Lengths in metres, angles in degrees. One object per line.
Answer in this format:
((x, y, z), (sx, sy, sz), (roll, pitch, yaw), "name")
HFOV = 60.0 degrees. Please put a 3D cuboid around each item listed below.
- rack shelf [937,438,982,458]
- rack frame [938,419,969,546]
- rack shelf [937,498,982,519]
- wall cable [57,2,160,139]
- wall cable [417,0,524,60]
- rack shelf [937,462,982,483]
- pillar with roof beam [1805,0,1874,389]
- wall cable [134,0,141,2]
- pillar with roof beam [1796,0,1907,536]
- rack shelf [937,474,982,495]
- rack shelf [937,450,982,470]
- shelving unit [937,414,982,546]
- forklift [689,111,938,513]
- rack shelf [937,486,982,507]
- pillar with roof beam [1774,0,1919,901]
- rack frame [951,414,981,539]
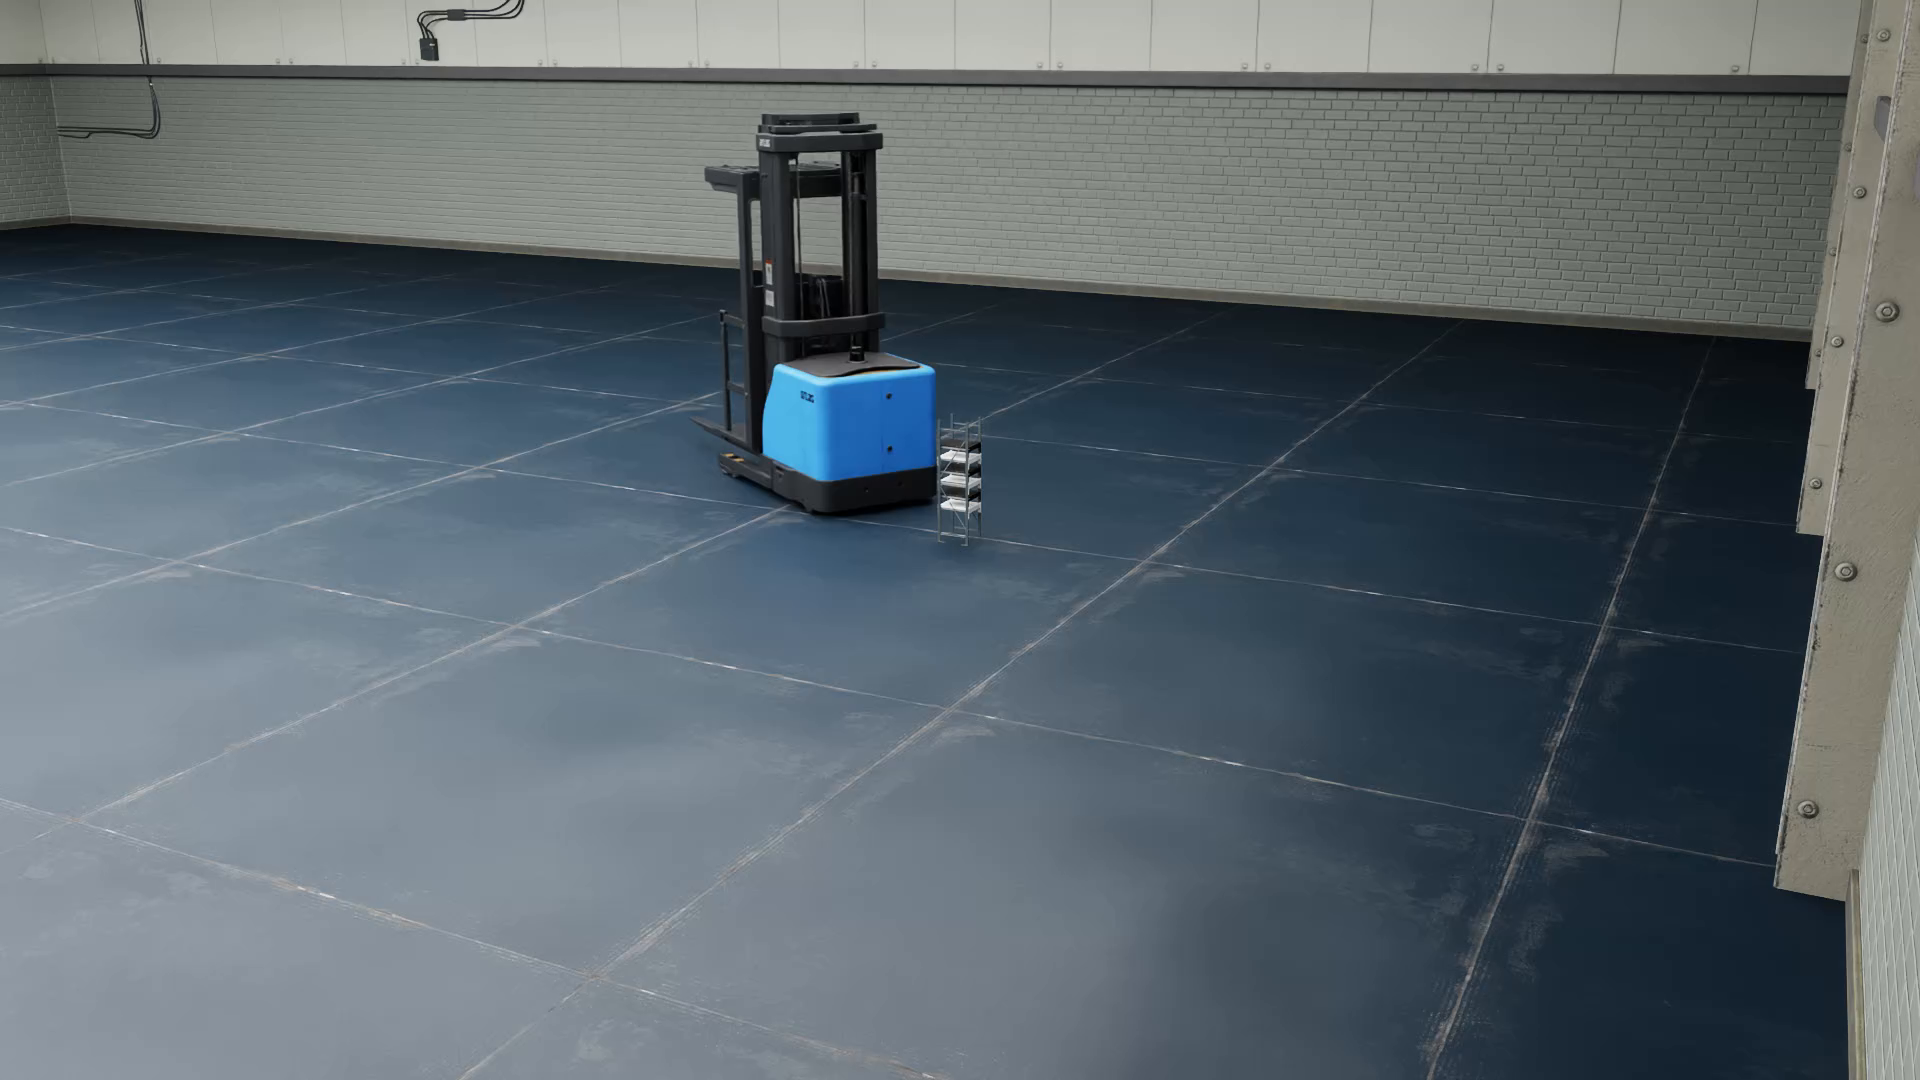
((-0.004, -0.656, 11.822), (0.258, 0.077, 0.200), (8, 18, 25), "rack shelf")
((-0.049, -0.403, 11.802), (0.240, 0.900, 0.006), (8, 18, 25), "rack frame")
((-0.004, -0.225, 11.950), (0.258, 0.077, 0.200), (8, 18, 25), "rack shelf")
((-16.638, -9.028, 32.068), (3.097, 2.526, 0.112), (8, 18, 25), "wall cable")
((-8.152, -10.935, 27.062), (2.305, 6.003, 0.169), (8, 18, 25), "wall cable")
((-0.004, -0.484, 11.873), (0.258, 0.077, 0.200), (8, 18, 25), "rack shelf")
((5.192, -6.474, 18.017), (9.100, 9.000, 0.400), (8, 18, 25), "pillar with roof beam")
((-14.217, -11.105, 30.190), (3.097, 2.526, 0.112), (8, 18, 25), "wall cable")
((2.511, -4.946, 12.872), (9.100, 9.000, 0.400), (8, 18, 25), "pillar with roof beam")
((-0.004, -0.397, 11.899), (0.258, 0.077, 0.200), (8, 18, 25), "rack shelf")
((-0.004, -0.570, 11.848), (0.258, 0.077, 0.200), (8, 18, 25), "rack shelf")
((-0.004, -0.429, 11.889), (0.258, 0.900, 0.210), (8, 18, 25), "shelving unit")
((-1.366, -1.978, 13.535), (1.130, 2.935, 3.031), (-10, 19, -30), "forklift")
((-0.004, -0.311, 11.924), (0.258, 0.077, 0.200), (8, 18, 25), "rack shelf")
((-0.170, -3.418, 7.726), (9.100, 9.000, 0.400), (8, 18, 25), "pillar with roof beam")
((0.042, -0.455, 11.976), (0.240, 0.900, 0.006), (8, 18, 25), "rack frame")
